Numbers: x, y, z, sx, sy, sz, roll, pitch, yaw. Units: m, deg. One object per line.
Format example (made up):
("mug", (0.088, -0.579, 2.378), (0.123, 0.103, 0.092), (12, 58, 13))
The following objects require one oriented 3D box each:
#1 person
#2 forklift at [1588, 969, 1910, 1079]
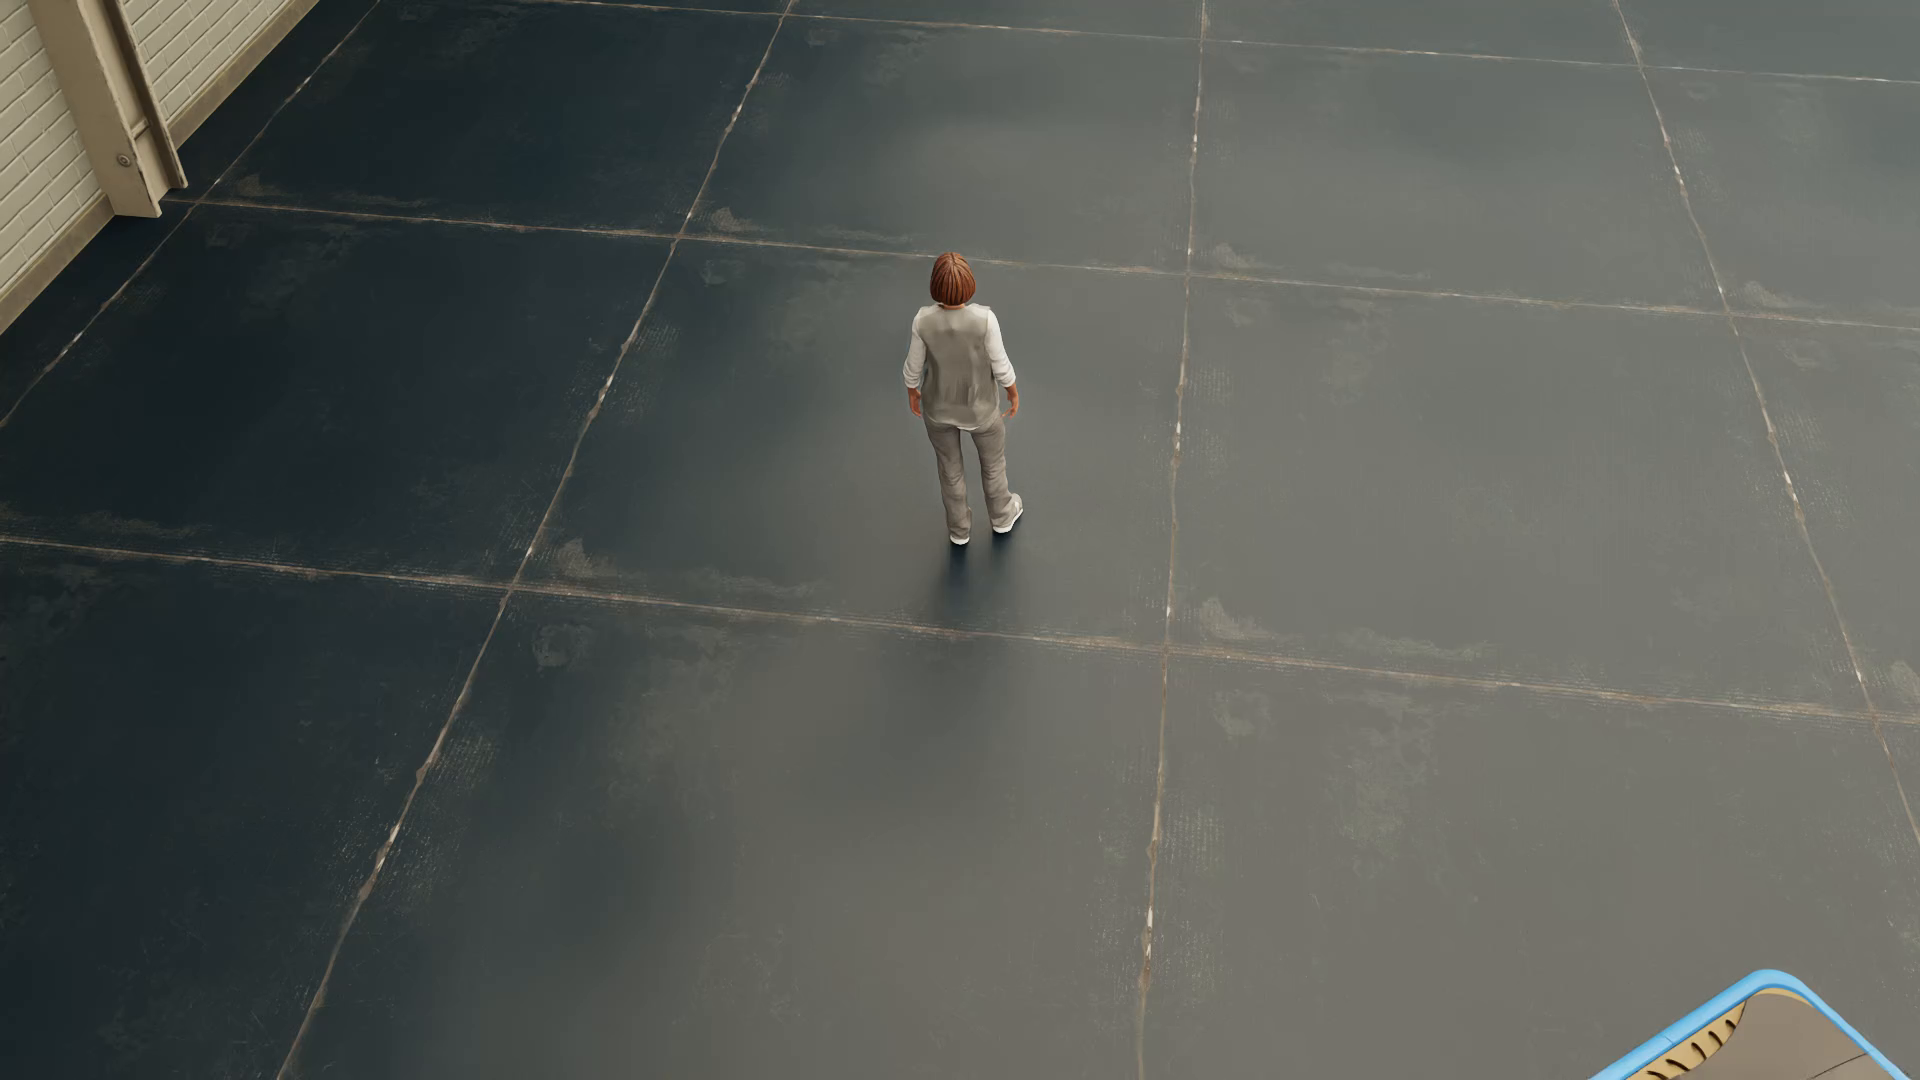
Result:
("person", (0.024, -0.642, 7.398), (0.520, 1.597, 0.475), (5, 43, 6))
("forklift", (2.773, 1.989, 3.559), (1.130, 2.935, 3.031), (-22, 47, -22))
